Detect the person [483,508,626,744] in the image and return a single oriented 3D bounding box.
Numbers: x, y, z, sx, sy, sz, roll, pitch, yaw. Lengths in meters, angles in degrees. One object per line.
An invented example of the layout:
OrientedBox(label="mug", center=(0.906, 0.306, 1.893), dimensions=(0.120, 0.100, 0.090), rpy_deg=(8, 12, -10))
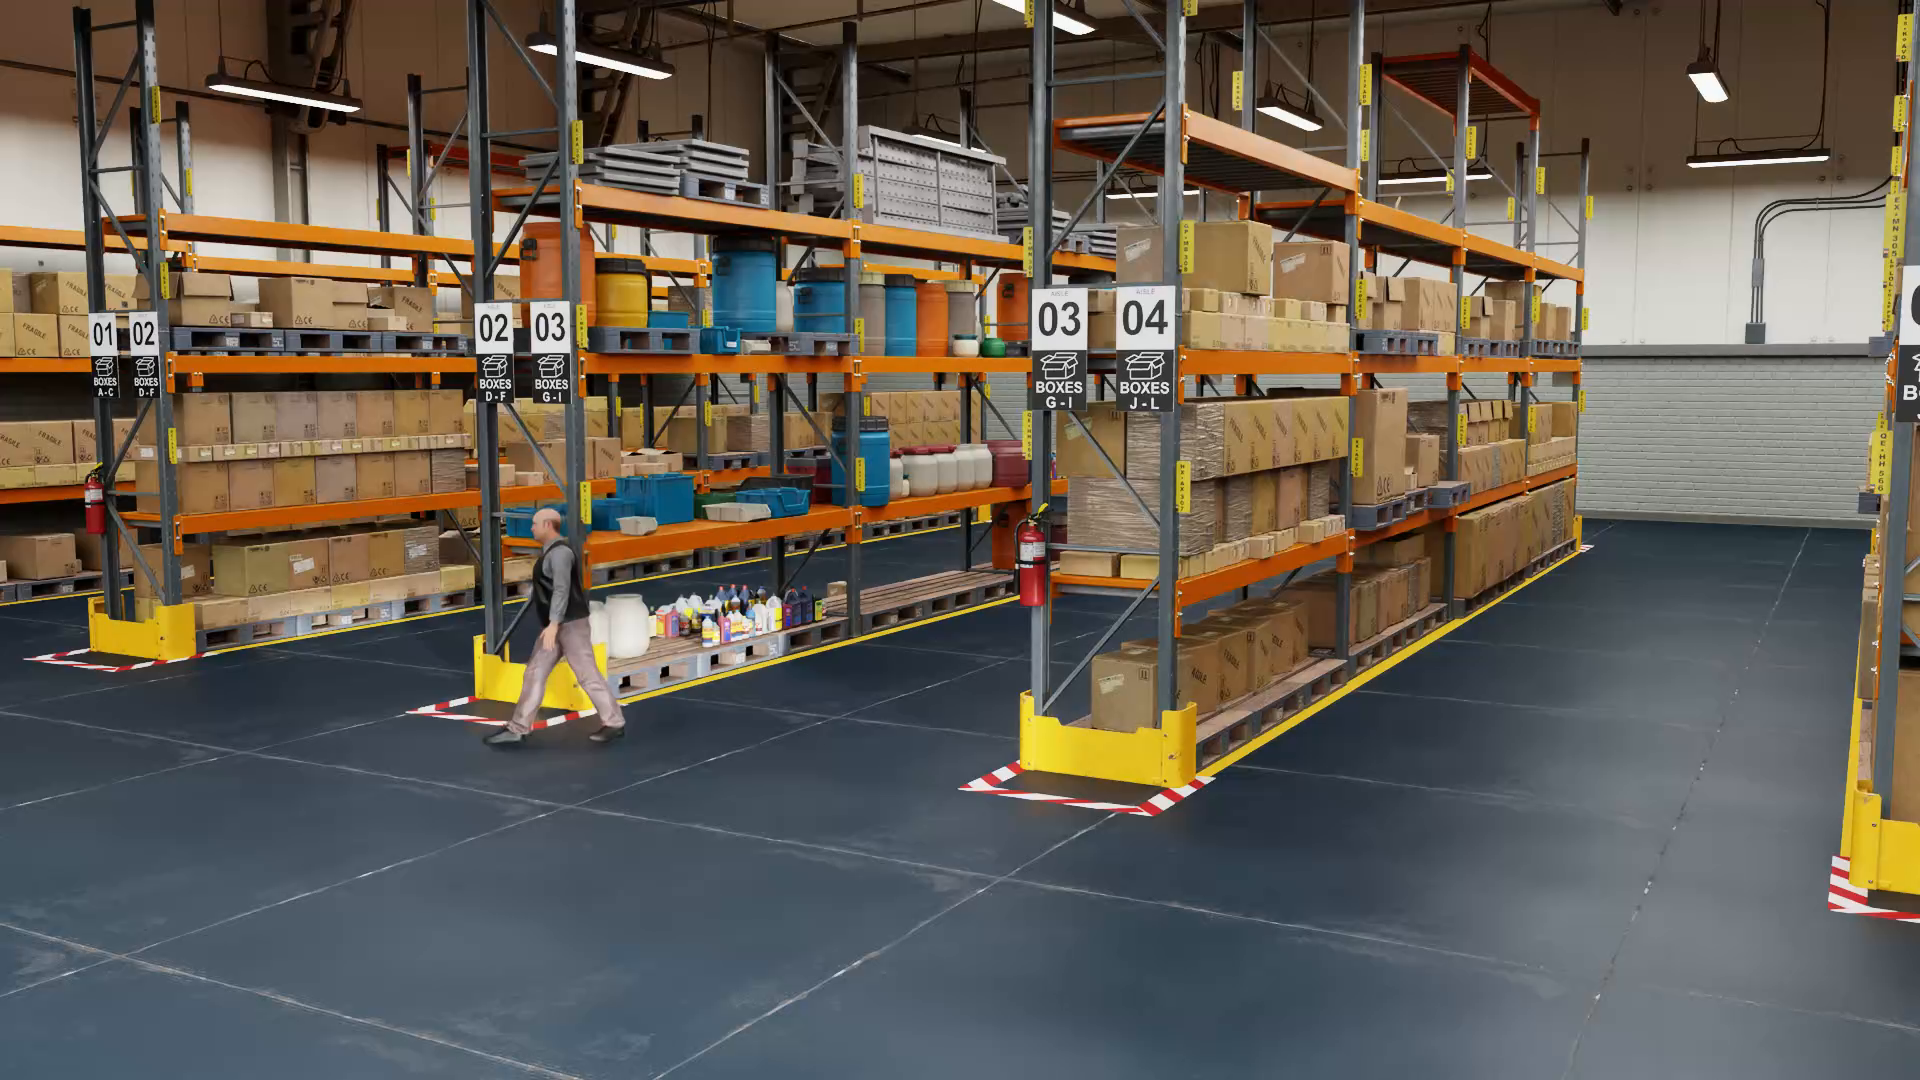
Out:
OrientedBox(label="person", center=(-2.885, 0.613, 11.781), dimensions=(0.957, 1.665, 0.616), rpy_deg=(-3, 7, -27))
